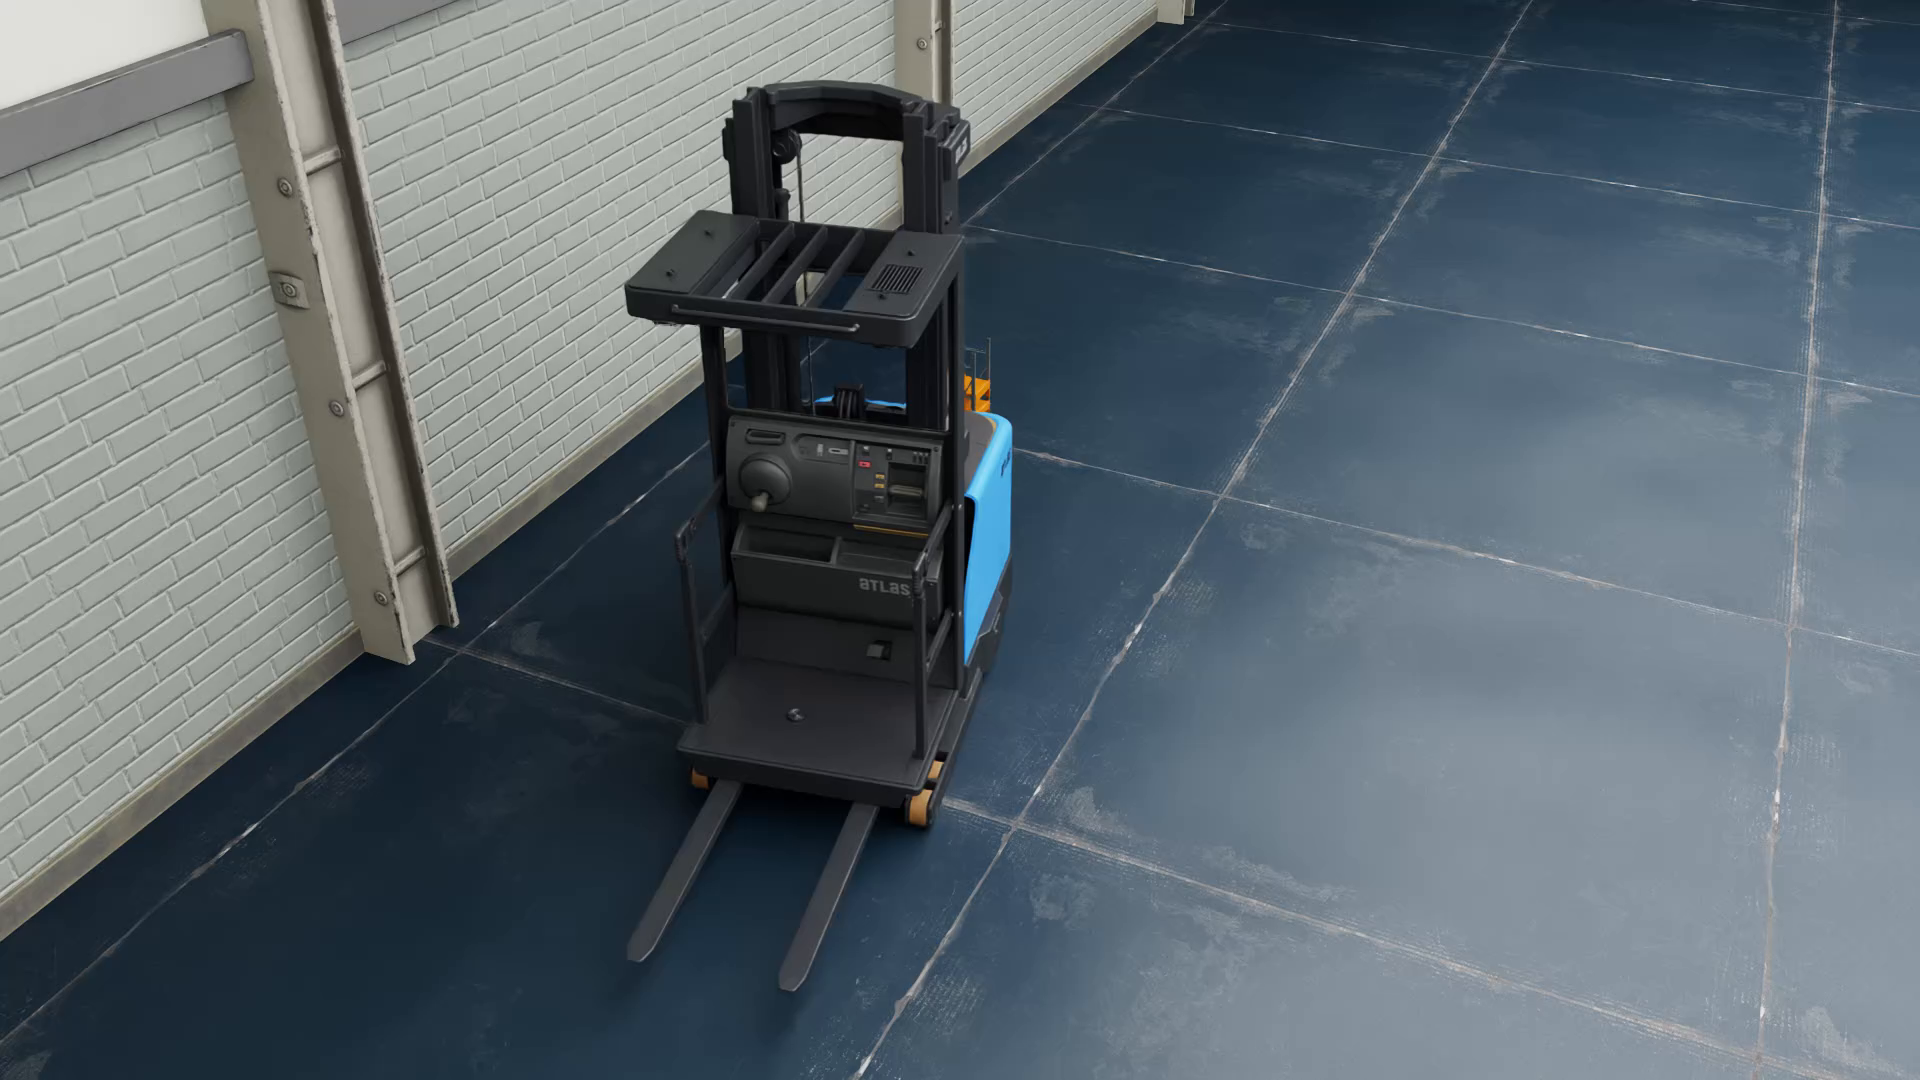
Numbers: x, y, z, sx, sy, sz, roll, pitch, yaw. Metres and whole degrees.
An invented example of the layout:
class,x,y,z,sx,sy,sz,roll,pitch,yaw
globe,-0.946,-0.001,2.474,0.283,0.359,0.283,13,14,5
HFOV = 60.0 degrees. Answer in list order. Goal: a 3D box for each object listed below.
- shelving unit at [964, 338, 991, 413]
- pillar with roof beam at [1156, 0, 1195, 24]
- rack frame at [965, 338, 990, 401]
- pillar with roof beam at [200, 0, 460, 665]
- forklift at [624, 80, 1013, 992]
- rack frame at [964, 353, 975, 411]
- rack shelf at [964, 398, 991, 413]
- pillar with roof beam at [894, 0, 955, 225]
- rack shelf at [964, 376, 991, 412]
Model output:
class,x,y,z,sx,sy,sz,roll,pitch,yaw
shelving unit,0.006,-0.509,8.800,0.258,1.200,0.189,14,36,20
pillar with roof beam,6.161,-8.270,13.524,9.100,9.000,0.400,14,36,20
rack frame,0.044,-0.555,8.870,0.240,1.200,0.006,14,36,20
pillar with roof beam,1.140,-2.293,4.409,9.100,9.000,0.400,14,36,20
forklift,-0.580,-0.215,6.774,1.130,2.935,3.031,8,34,11
rack frame,-0.032,-0.463,8.731,0.240,1.200,0.006,14,36,20
rack shelf,0.006,-0.673,8.693,0.258,0.103,0.180,14,36,20
pillar with roof beam,3.651,-5.282,8.967,9.100,9.000,0.400,14,36,20
rack shelf,0.006,-0.773,8.627,0.258,0.103,0.180,14,36,20
